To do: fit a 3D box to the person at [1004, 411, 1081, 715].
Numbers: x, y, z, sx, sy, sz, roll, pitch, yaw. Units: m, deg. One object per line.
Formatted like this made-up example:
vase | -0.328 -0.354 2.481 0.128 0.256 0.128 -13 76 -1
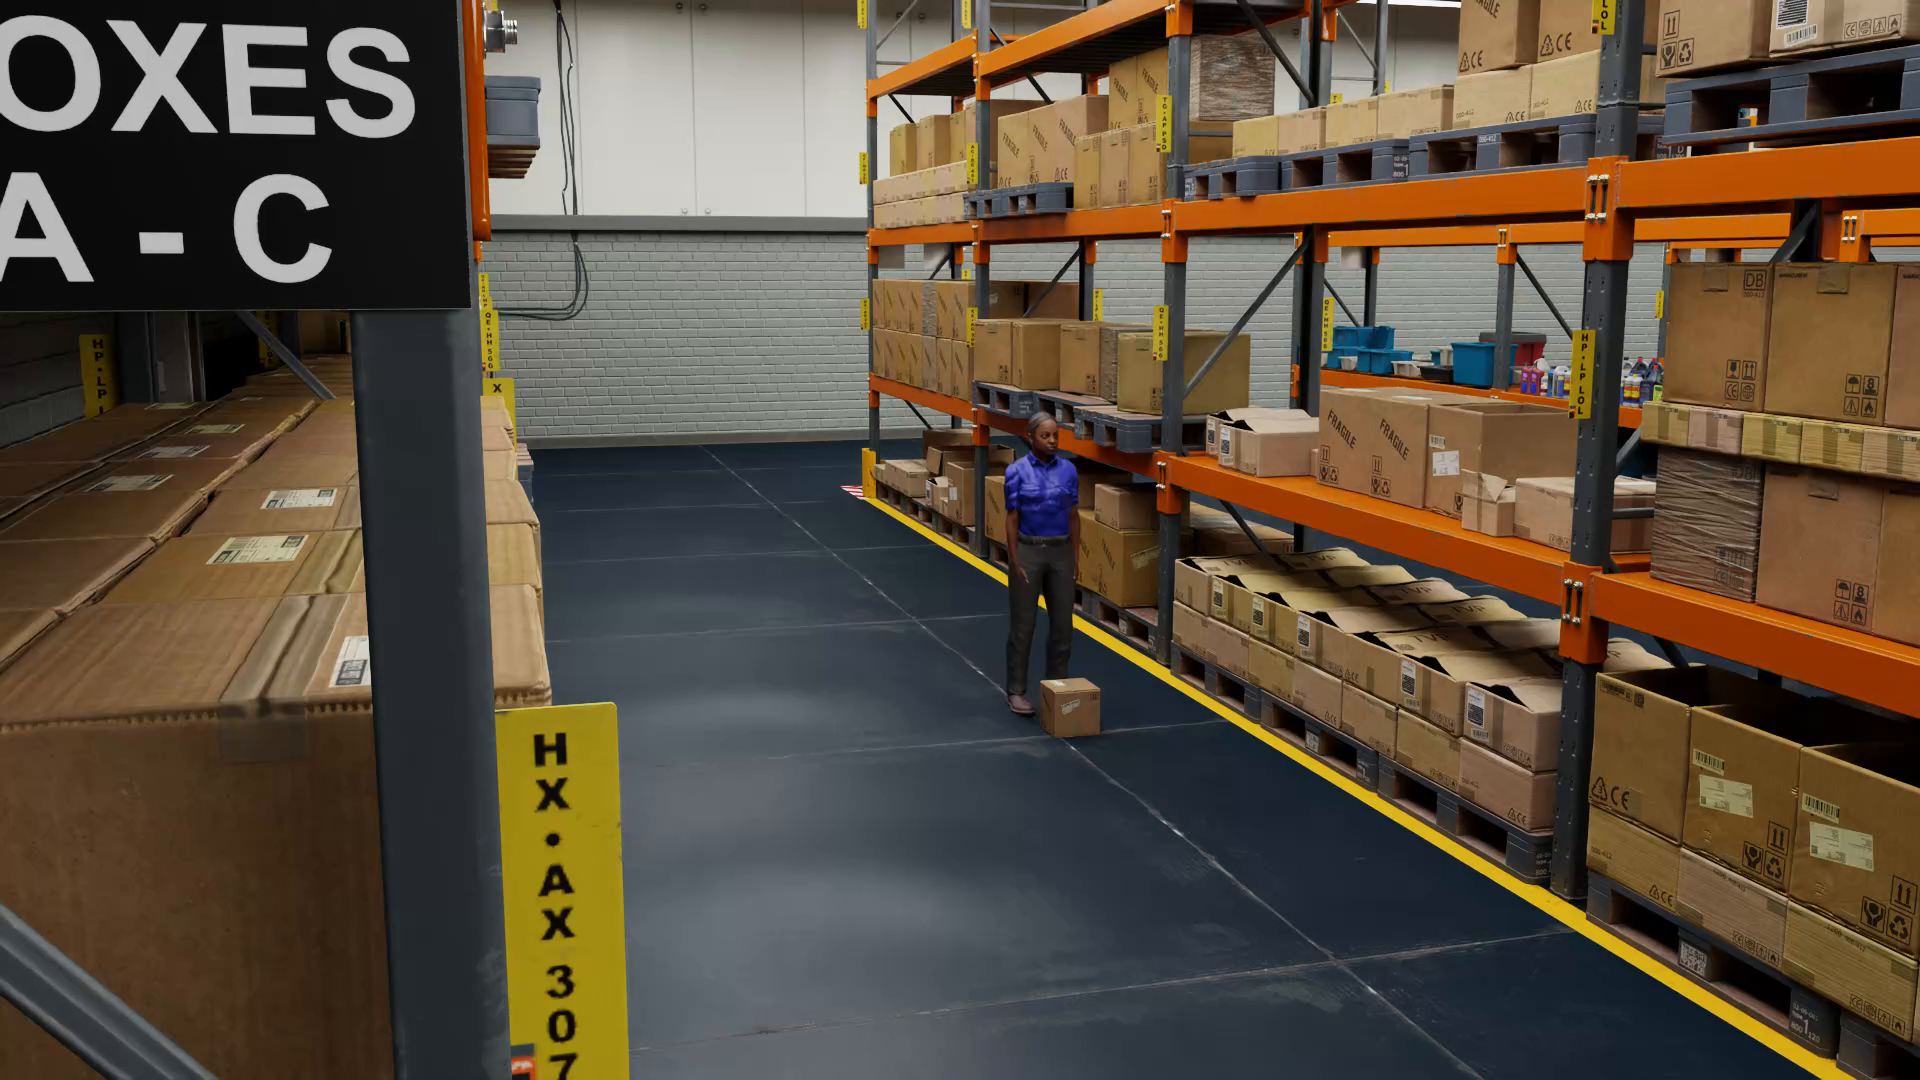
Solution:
person | 0.462 0.123 9.165 0.437 1.660 0.316 -3 10 -15
